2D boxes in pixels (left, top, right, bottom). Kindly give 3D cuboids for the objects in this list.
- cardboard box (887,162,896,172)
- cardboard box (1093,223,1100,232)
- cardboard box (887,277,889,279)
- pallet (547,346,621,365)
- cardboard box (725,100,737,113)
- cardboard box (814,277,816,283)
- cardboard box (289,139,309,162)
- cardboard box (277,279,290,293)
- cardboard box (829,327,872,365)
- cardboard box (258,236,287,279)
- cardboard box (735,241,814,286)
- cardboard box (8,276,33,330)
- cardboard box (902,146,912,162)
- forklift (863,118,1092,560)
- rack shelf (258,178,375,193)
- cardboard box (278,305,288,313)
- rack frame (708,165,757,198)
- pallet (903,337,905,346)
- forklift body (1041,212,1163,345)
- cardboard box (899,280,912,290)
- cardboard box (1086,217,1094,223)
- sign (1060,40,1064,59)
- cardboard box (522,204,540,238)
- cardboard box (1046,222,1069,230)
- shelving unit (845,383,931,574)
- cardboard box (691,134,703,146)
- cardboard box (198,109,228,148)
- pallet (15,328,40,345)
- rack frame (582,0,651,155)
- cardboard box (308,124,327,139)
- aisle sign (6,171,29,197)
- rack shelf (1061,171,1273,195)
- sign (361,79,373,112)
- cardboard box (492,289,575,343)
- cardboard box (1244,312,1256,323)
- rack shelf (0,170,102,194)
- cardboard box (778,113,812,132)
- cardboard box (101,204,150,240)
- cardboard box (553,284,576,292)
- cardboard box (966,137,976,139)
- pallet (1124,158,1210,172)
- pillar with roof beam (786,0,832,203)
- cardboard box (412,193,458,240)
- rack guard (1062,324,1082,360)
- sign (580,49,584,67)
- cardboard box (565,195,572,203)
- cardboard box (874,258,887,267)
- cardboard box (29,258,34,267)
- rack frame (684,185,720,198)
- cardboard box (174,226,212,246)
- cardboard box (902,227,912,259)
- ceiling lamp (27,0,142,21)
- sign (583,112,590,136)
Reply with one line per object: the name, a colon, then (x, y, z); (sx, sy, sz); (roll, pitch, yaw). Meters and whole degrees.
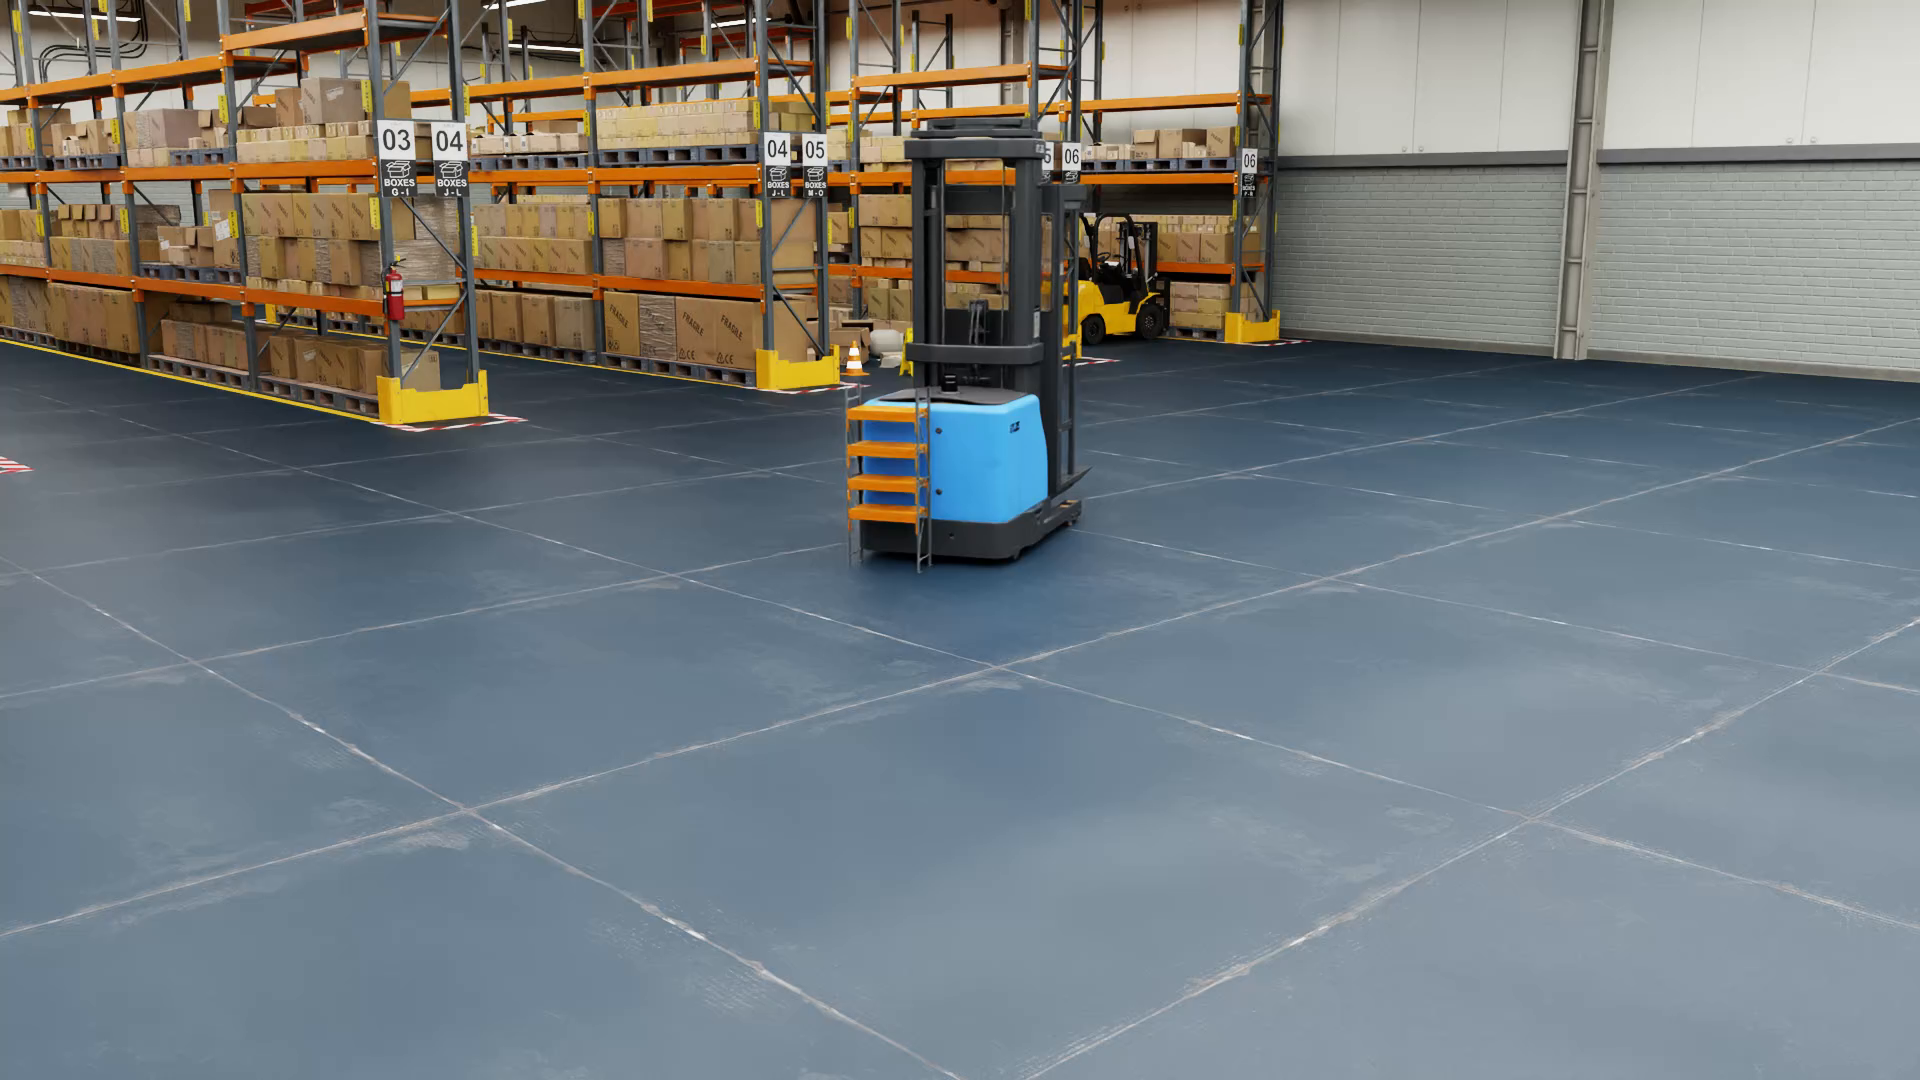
cardboard box: (-0.941, -5.973, 26.658); (0.380, 0.149, 0.250); (-11, 16, -43)
cardboard box: (2.627, -5.677, 30.178); (0.380, 0.149, 0.250); (-11, 16, -43)
cardboard box: (-1.281, -5.421, 34.335); (0.250, 0.149, 0.380); (11, 16, 42)
pallet: (-5.468, -2.805, 25.003); (1.003, 0.211, 1.213); (-11, 16, -43)
cardboard box: (-2.768, -5.515, 21.169); (0.380, 0.149, 0.250); (-11, 16, -42)
cardboard box: (-3.137, -5.512, 36.388); (0.500, 0.500, 0.500); (-10, 15, -40)
cardboard box: (-7.338, -4.460, 19.065); (0.500, 0.250, 0.500); (-11, 16, -44)
cardboard box: (-7.929, -3.048, 19.893); (0.380, 0.149, 0.250); (-11, 16, -43)
cardboard box: (-1.652, -2.870, 24.596); (0.637, 0.503, 0.797); (1, 12, 6)
cardboard box: (-7.952, -3.435, 20.164); (0.875, 0.500, 0.500); (-11, 16, -43)
cardboard box: (-2.408, -3.606, 21.610); (0.875, 0.550, 0.550); (-11, 16, -43)
cardboard box: (-15.697, -4.093, 28.572); (0.875, 0.875, 0.875); (-11, 16, -43)
cardboard box: (-0.565, -6.063, 26.109); (0.500, 0.250, 0.500); (-11, 16, -42)
forklift: (0.284, -1.557, 12.207); (1.130, 2.935, 3.031); (4, 12, 18)
rack shelf: (-11.787, -6.645, 31.080); (1.077, 0.370, 4.000); (-11, 16, -43)
cardboard box: (-13.038, -4.508, 32.384); (0.380, 0.149, 0.250); (-10, 16, -41)
rack frame: (-4.133, -5.357, 30.479); (1.000, 3.000, 0.127); (-11, 16, -43)
pallet: (-0.881, -3.314, 27.475); (1.003, 0.211, 1.213); (-11, 16, -43)
forklift body: (2.350, -4.488, 28.367); (2.313, 2.155, 1.214); (-11, 16, -43)
cardboard box: (-0.759, -4.092, 26.647); (0.380, 0.149, 0.250); (-10, 15, -40)
cardboard box: (2.481, -5.867, 30.361); (0.380, 0.149, 0.250); (-11, 16, -42)
sign: (1.833, -8.823, 29.923); (0.100, 0.325, 0.005); (-11, 16, -43)
cardboard box: (-6.281, -4.901, 25.543); (0.700, 0.500, 0.500); (-11, 16, -43)
cardboard box: (1.820, -5.851, 31.022); (0.380, 0.149, 0.250); (-10, 15, -41)
shelving unit: (-0.468, -0.407, 10.908); (0.503, 1.200, 0.258); (4, 13, 18)
cardboard box: (-3.296, -5.235, 21.790); (0.380, 0.149, 0.250); (-11, 16, -43)
cardboard box: (-9.442, -5.337, 21.654); (0.797, 0.503, 0.637); (-10, 15, -40)
pallet: (-15.378, -3.494, 28.347); (1.003, 0.211, 1.213); (-11, 16, -43)
rack frame: (-4.881, -7.007, 23.621); (1.000, 3.000, 0.127); (-11, 16, -43)
cardboard box: (-7.086, -4.587, 18.694); (0.250, 0.149, 0.380); (11, 16, 42)
aisle sign: (-16.658, -6.469, 29.435); (0.394, 0.787, 0.004); (-11, 16, -43)
rack shelf: (3.598, -6.290, 29.359); (1.077, 0.370, 4.000); (-11, 16, -43)
sign: (-6.191, -4.637, 17.356); (0.100, 0.325, 0.005); (-11, 16, -43)
cardboard box: (-6.682, -3.528, 26.135); (1.050, 0.750, 0.750); (-11, 16, -42)
cardboard box: (4.781, -3.840, 28.887); (0.500, 0.250, 0.500); (-11, 16, -42)
rack shelf: (-15.444, -5.968, 27.797); (1.077, 0.370, 4.000); (-11, 16, -43)
cardboard box: (-2.266, -5.387, 21.538); (0.500, 0.250, 0.500); (-11, 16, -43)
cardboard box: (-12.242, -4.721, 24.657); (0.797, 0.503, 0.637); (-10, 16, -41)
cardboard box: (-7.870, -5.129, 34.680); (0.875, 0.438, 0.875); (11, 16, 43)
cardboard box: (0.303, -6.093, 25.264); (0.380, 0.149, 0.250); (-11, 16, -43)
pallet: (3.663, -6.592, 29.261); (1.003, 0.211, 1.213); (-11, 16, -43)
pillar with roof beam: (-6.250, -9.199, 34.258); (9.100, 9.000, 0.548); (-11, 16, -43)
cardboard box: (-5.958, -3.611, 18.542); (0.500, 0.500, 0.500); (-11, 16, -43)
rack guard: (1.339, -2.976, 25.118); (1.175, 0.500, 0.348); (-11, 16, -43)
sign: (-7.314, -9.340, 32.239); (0.100, 0.325, 0.005); (-11, 16, -43)
cardboard box: (-7.795, -6.924, 33.750); (0.380, 0.149, 0.250); (-11, 16, -43)
cardboard box: (-1.173, -4.530, 27.087); (0.380, 0.149, 0.250); (-10, 15, -41)
cardboard box: (-14.865, -4.511, 26.994); (0.380, 0.149, 0.250); (-11, 16, -44)
rack frame: (-6.070, -7.217, 39.506); (1.000, 3.000, 0.127); (-11, 16, -43)
cardboard box: (-10.441, -4.090, 23.041); (0.700, 0.500, 0.500); (-8, 14, -34)
cardboard box: (-0.568, -4.720, 26.401); (0.500, 0.500, 0.500); (-11, 16, -43)
ceiling lamp: (-16.845, -11.686, 31.865); (2.000, 3.185, 0.800); (-11, 16, -43)
sign: (-5.267, -5.868, 23.466); (0.100, 0.325, 0.005); (-11, 16, -43)
